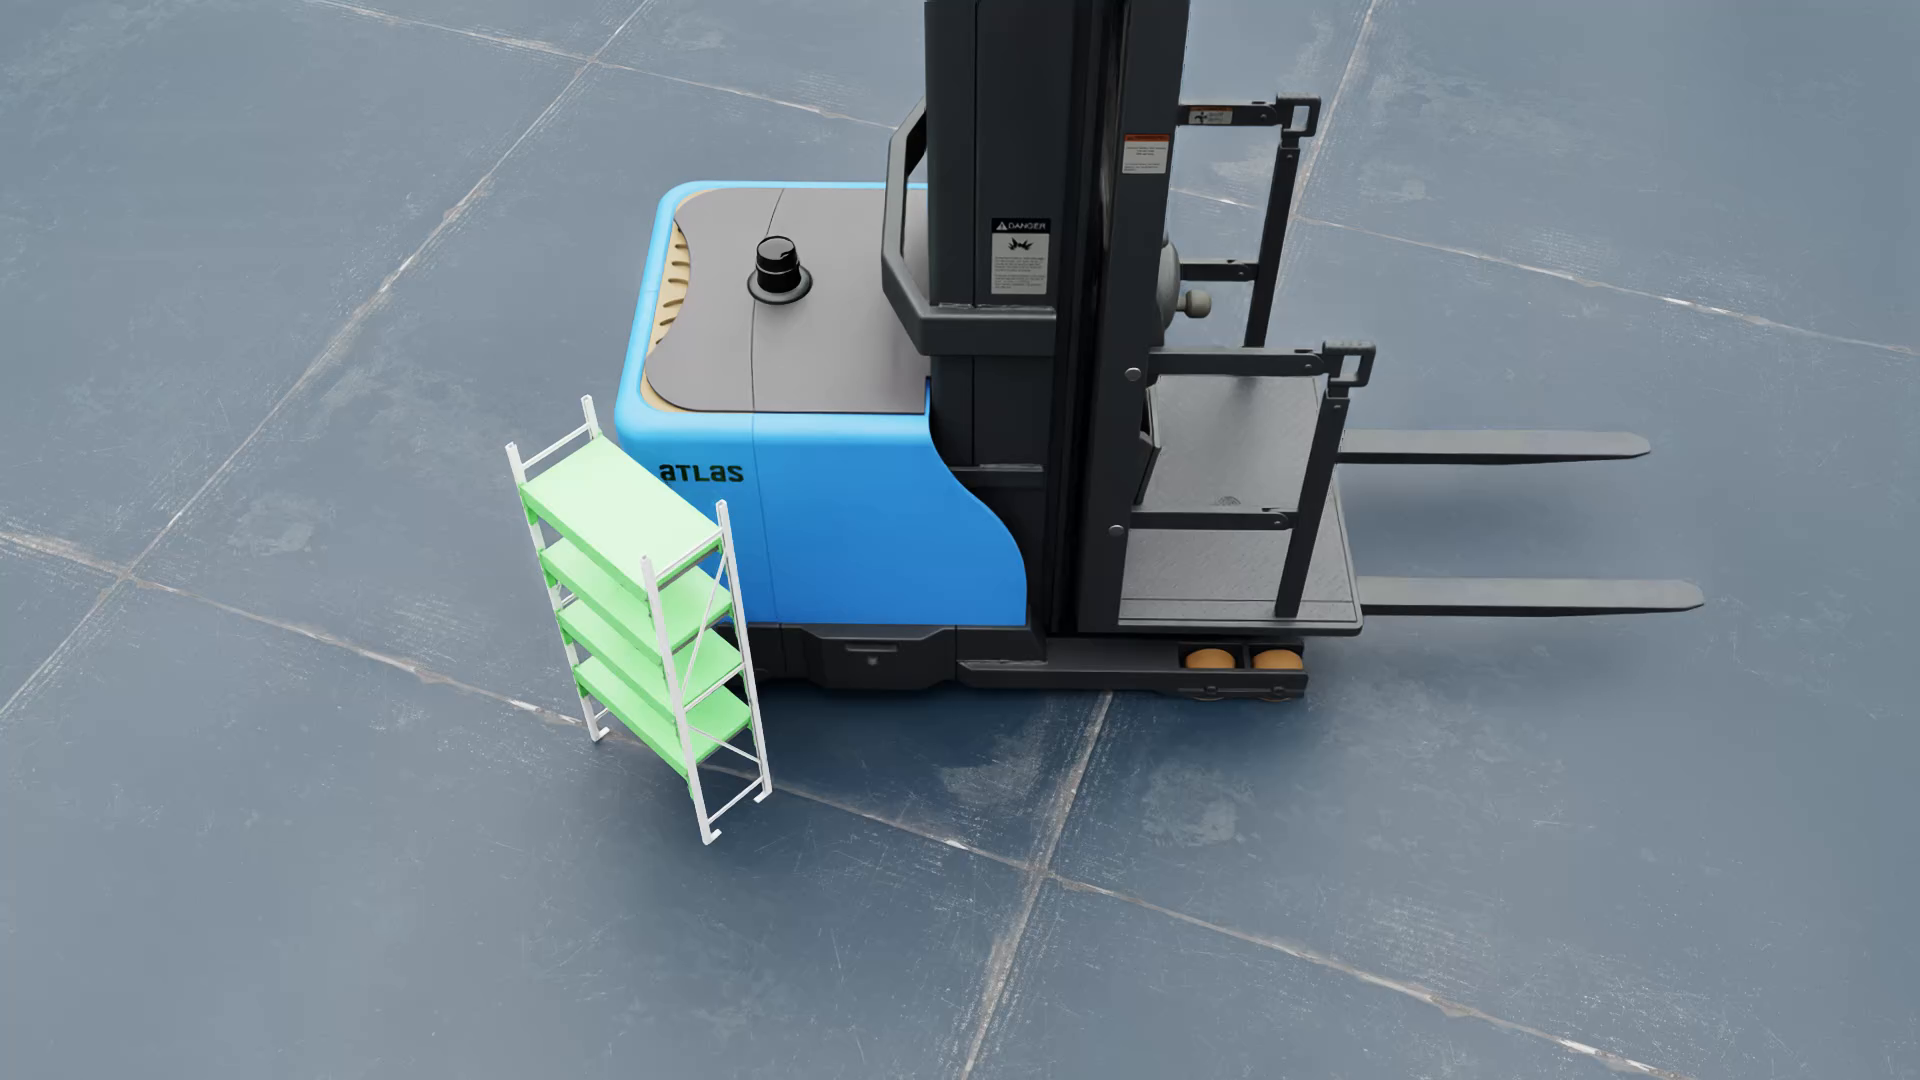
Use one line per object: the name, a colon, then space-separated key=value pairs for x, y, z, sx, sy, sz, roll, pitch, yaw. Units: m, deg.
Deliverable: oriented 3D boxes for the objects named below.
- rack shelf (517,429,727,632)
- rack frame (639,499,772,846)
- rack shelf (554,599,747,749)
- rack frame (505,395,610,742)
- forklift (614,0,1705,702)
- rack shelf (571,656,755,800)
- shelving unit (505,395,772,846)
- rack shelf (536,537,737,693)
rack shelf: x=-0.789 y=-0.030 z=3.931 sx=0.480 sy=0.148 sz=0.258 roll=36 pitch=58 yaw=27
rack frame: x=-0.612 y=0.371 z=4.135 sx=0.015 sy=1.200 sz=0.240 roll=36 pitch=58 yaw=27
rack shelf: x=-0.789 y=0.285 z=4.294 sx=0.480 sy=0.148 sz=0.258 roll=36 pitch=58 yaw=27
rack frame: x=-0.965 y=0.115 z=4.356 sx=0.015 sy=1.200 sz=0.240 roll=36 pitch=58 yaw=27
forklift: x=0.643 y=-0.898 z=4.089 sx=3.031 sy=2.935 sz=1.130 roll=1 pitch=49 yaw=1
rack shelf: x=-0.789 y=0.442 z=4.475 sx=0.480 sy=0.148 sz=0.258 roll=36 pitch=58 yaw=27
shelving unit: x=-0.789 y=0.243 z=4.245 sx=0.503 sy=1.200 sz=0.258 roll=36 pitch=58 yaw=27
rack shelf: x=-0.789 y=0.128 z=4.112 sx=0.480 sy=0.148 sz=0.258 roll=36 pitch=58 yaw=27
